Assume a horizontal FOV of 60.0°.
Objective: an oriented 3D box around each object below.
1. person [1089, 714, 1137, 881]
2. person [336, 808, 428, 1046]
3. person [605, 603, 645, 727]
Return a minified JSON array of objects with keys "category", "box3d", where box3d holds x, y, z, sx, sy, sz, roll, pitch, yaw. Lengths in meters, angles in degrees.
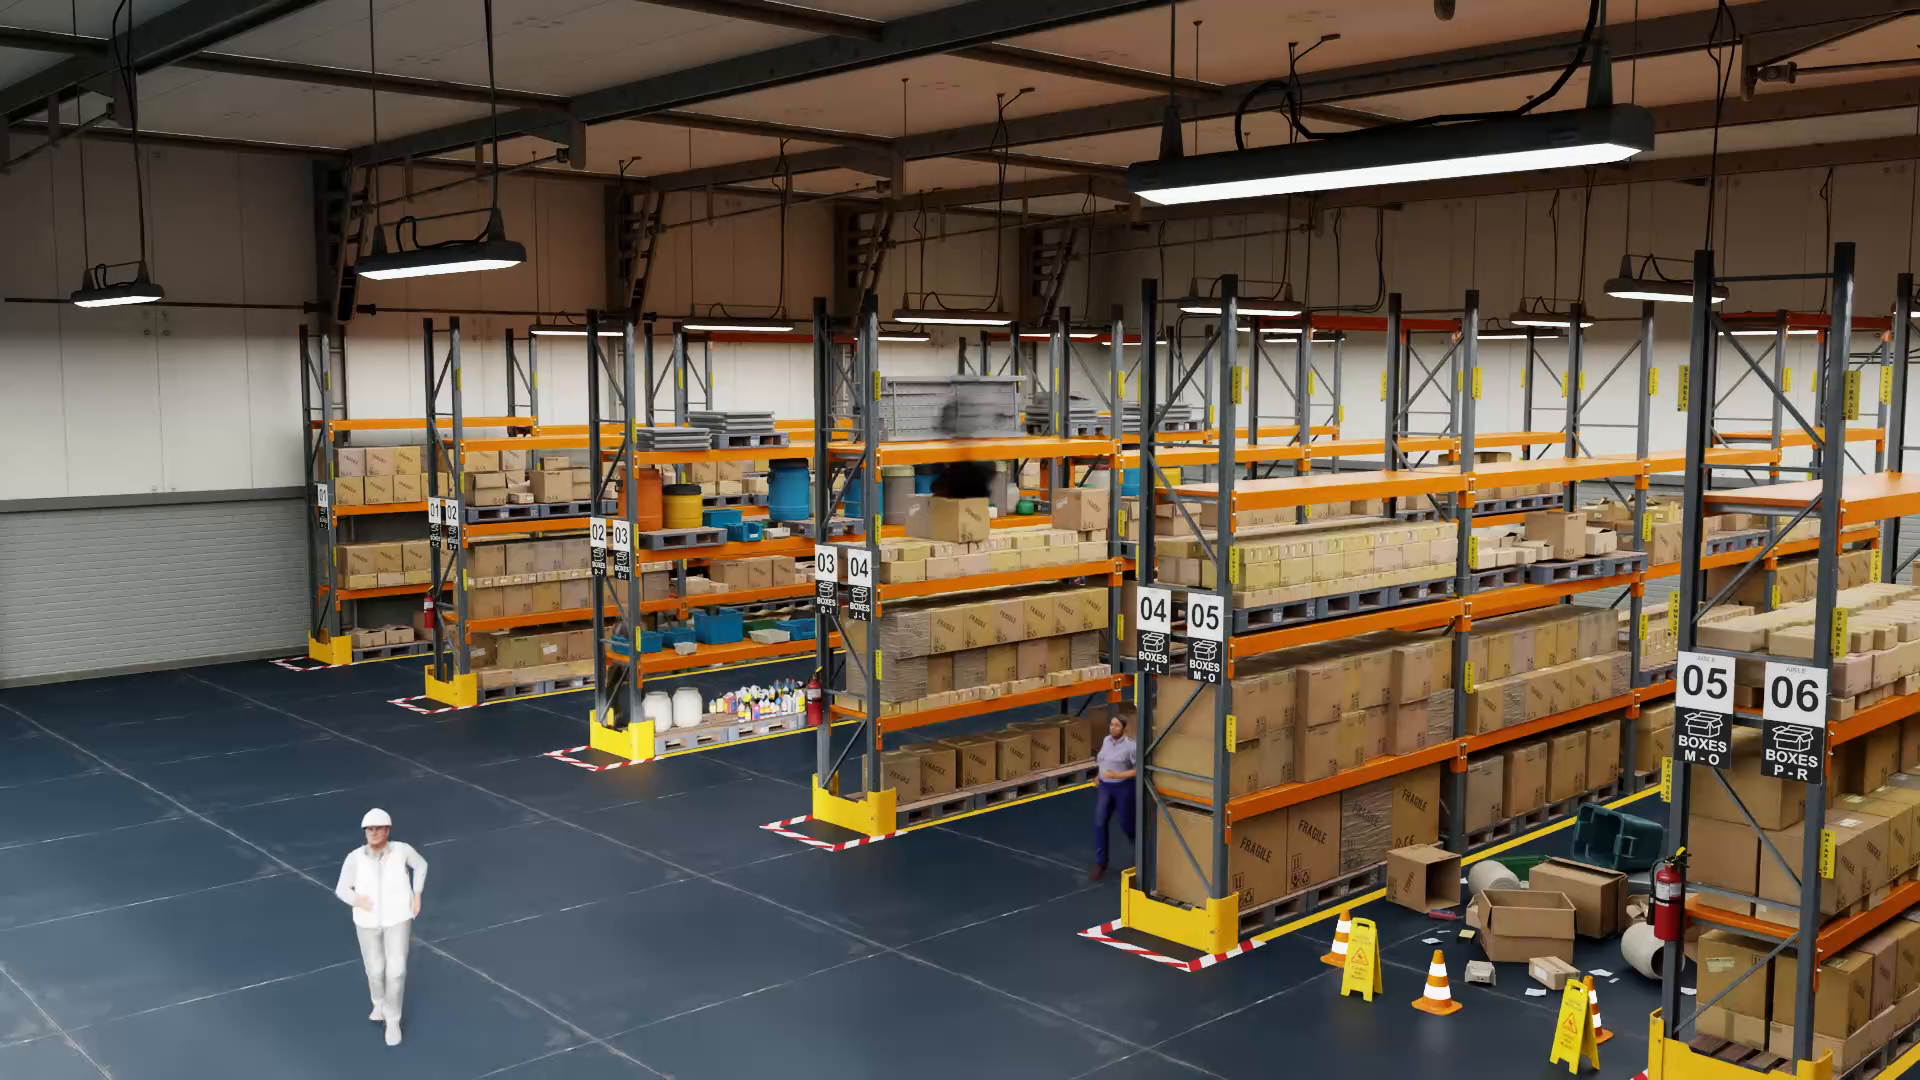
[{"category":"person","box3d":[1.637,2.619,17.142,0.604,1.681,0.802,4,7,37]},{"category":"person","box3d":[-4.504,2.991,12.976,0.655,1.822,0.734,-1,6,-12]},{"category":"person","box3d":[-4.888,1.837,24.286,0.675,1.846,0.829,4,7,35]}]
